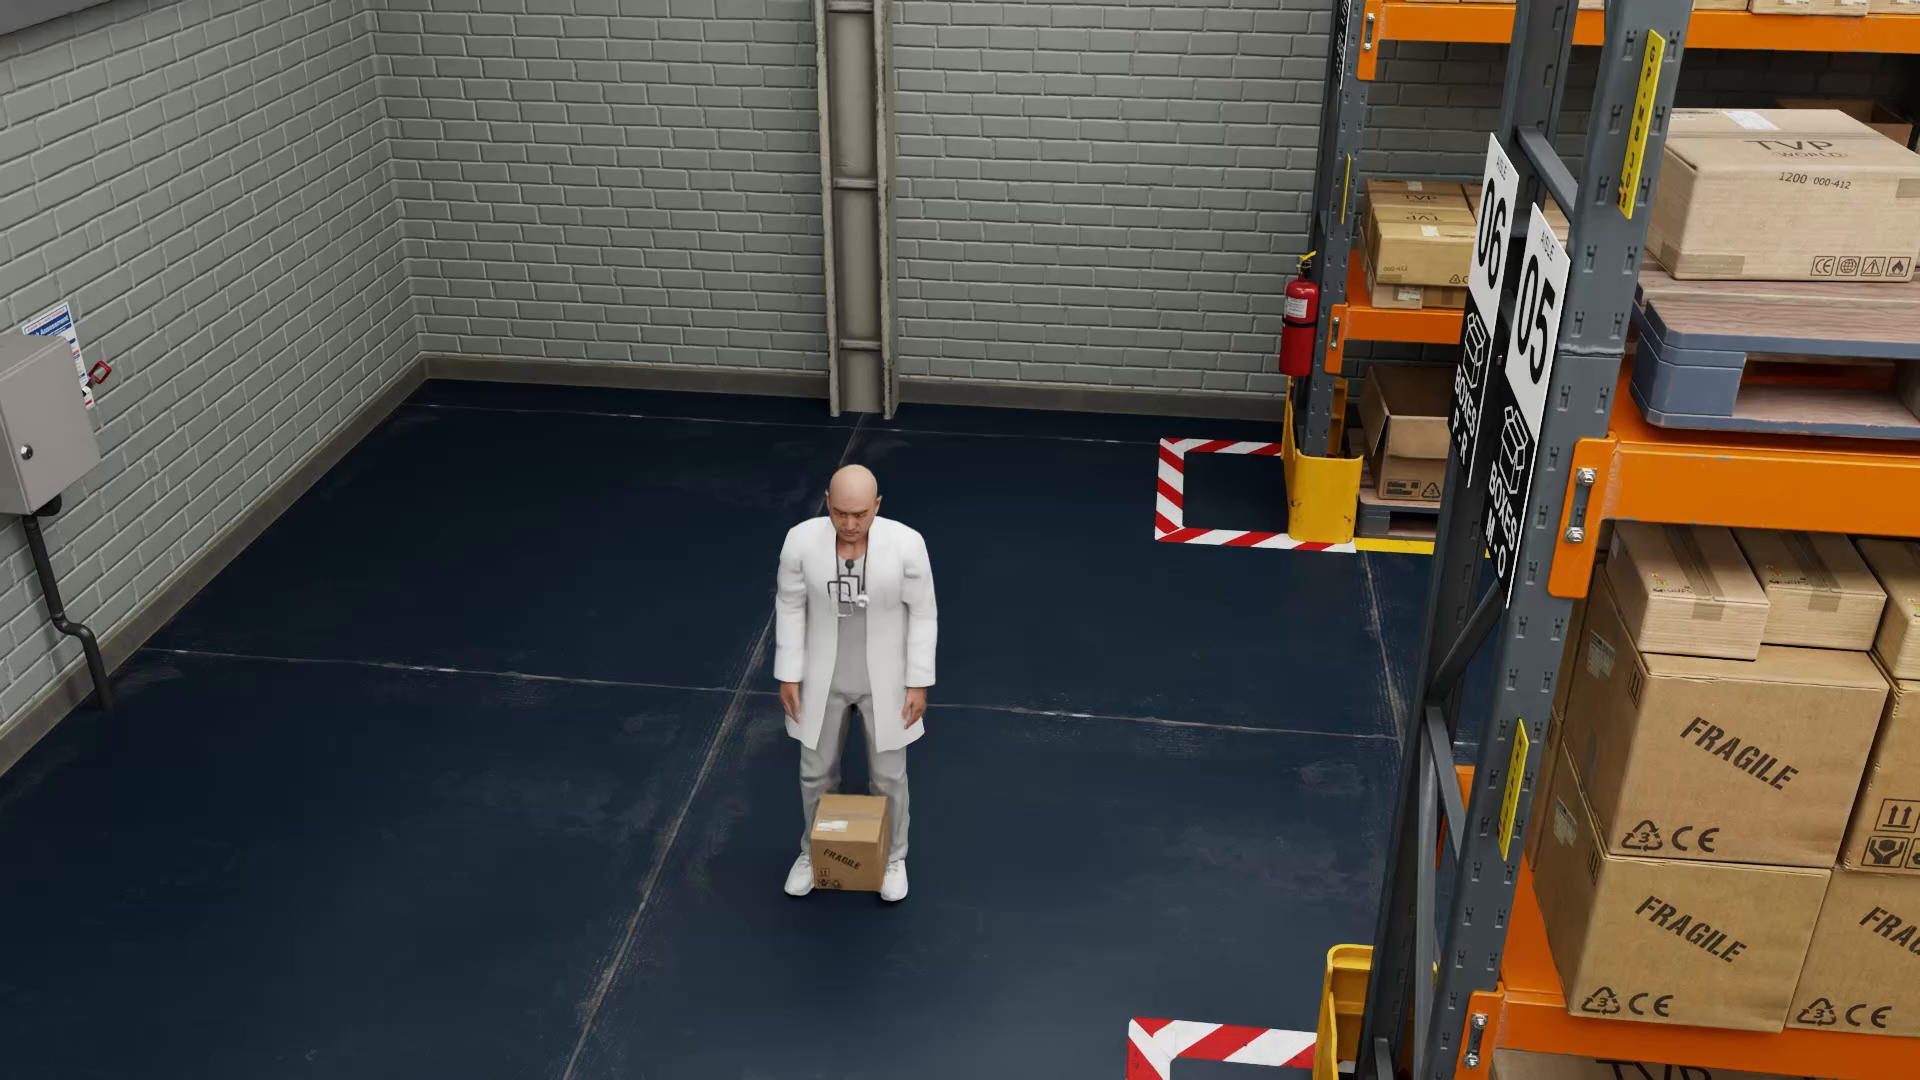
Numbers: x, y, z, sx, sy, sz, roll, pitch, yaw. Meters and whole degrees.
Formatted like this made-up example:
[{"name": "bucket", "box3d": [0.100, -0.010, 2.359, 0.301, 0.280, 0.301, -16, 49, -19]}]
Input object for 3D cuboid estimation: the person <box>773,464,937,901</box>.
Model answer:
[{"name": "person", "box3d": [-0.385, 0.521, 6.156, 0.601, 1.776, 0.425, 3, 28, 5]}]
